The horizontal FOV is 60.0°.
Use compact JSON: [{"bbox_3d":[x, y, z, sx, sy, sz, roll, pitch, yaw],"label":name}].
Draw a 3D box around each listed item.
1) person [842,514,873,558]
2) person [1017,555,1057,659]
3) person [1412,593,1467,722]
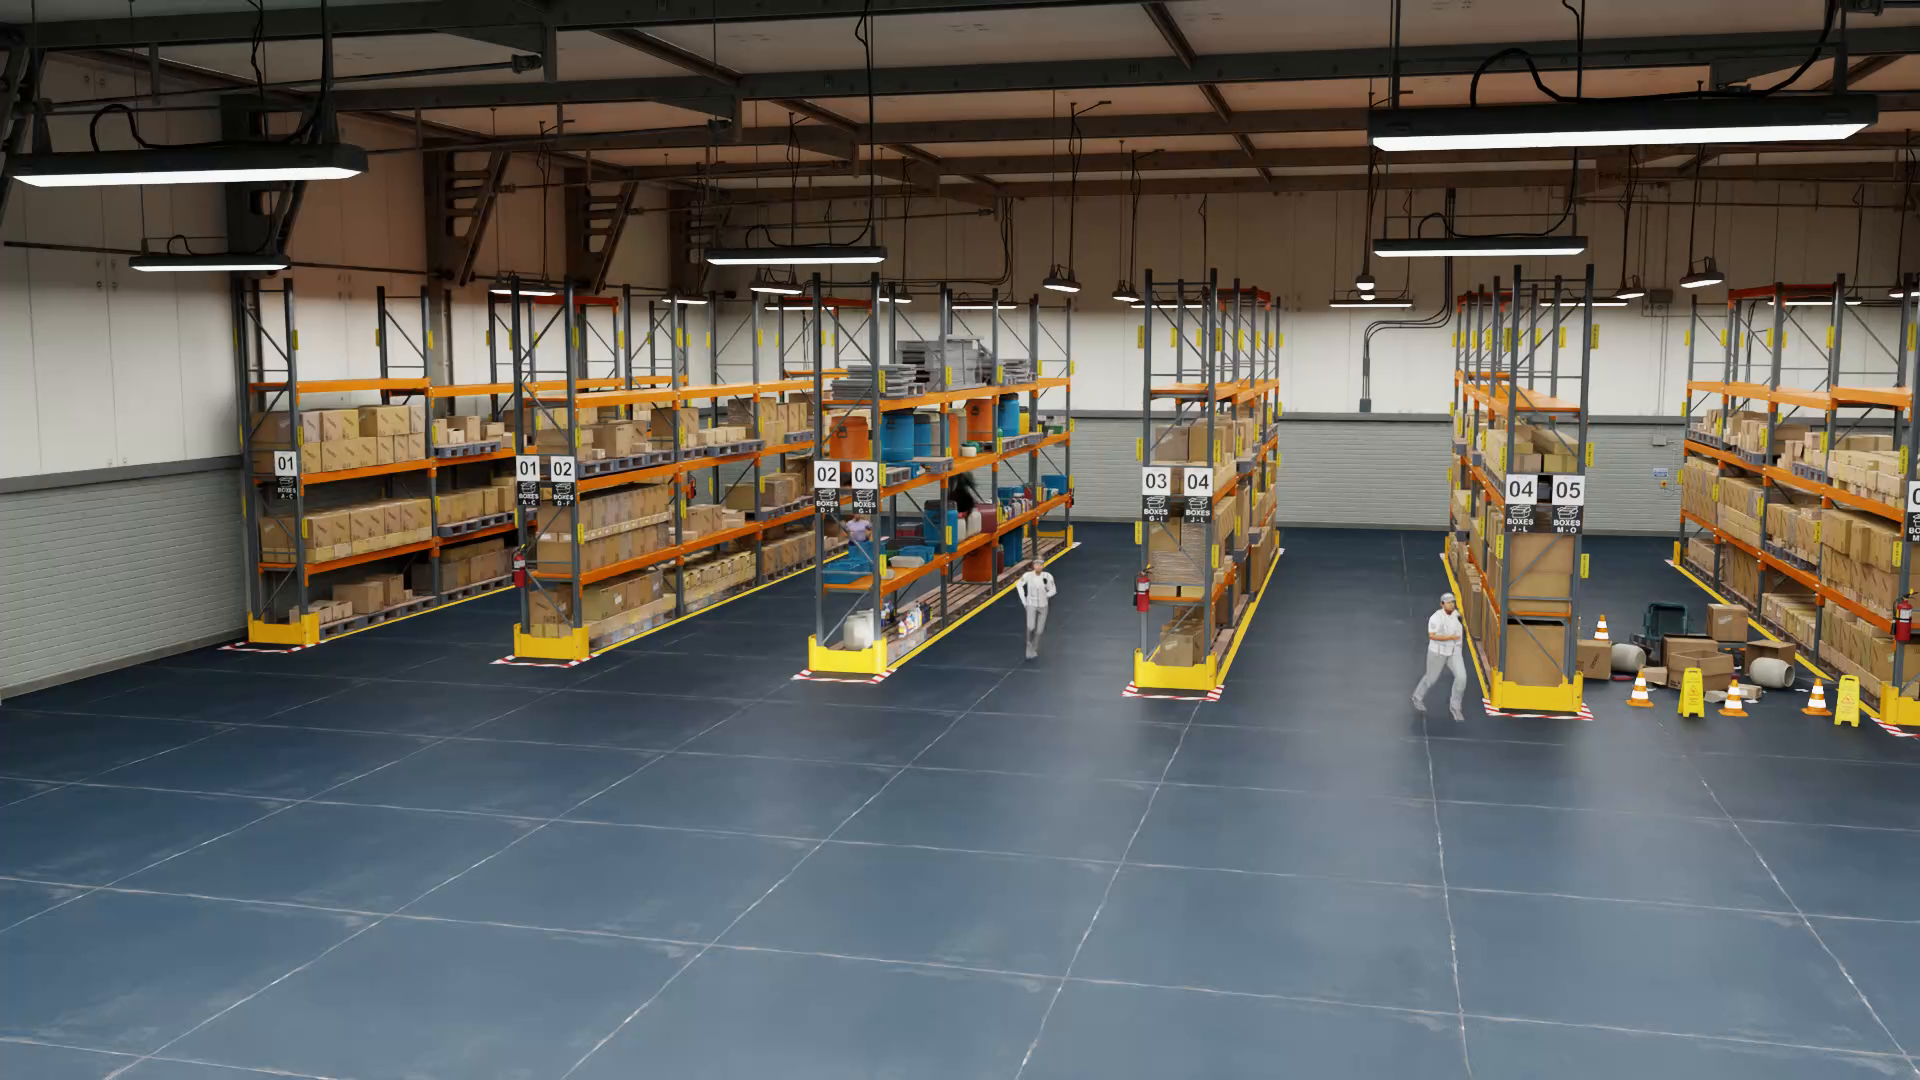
[{"bbox_3d":[-2.056,0.174,33.419,0.607,1.620,0.941,1,7,9],"label":"person"},{"bbox_3d":[1.208,1.046,26.059,0.607,1.649,0.662,-1,7,-4],"label":"person"},{"bbox_3d":[6.442,1.538,22.161,0.611,1.715,0.878,-2,7,-17],"label":"person"}]
